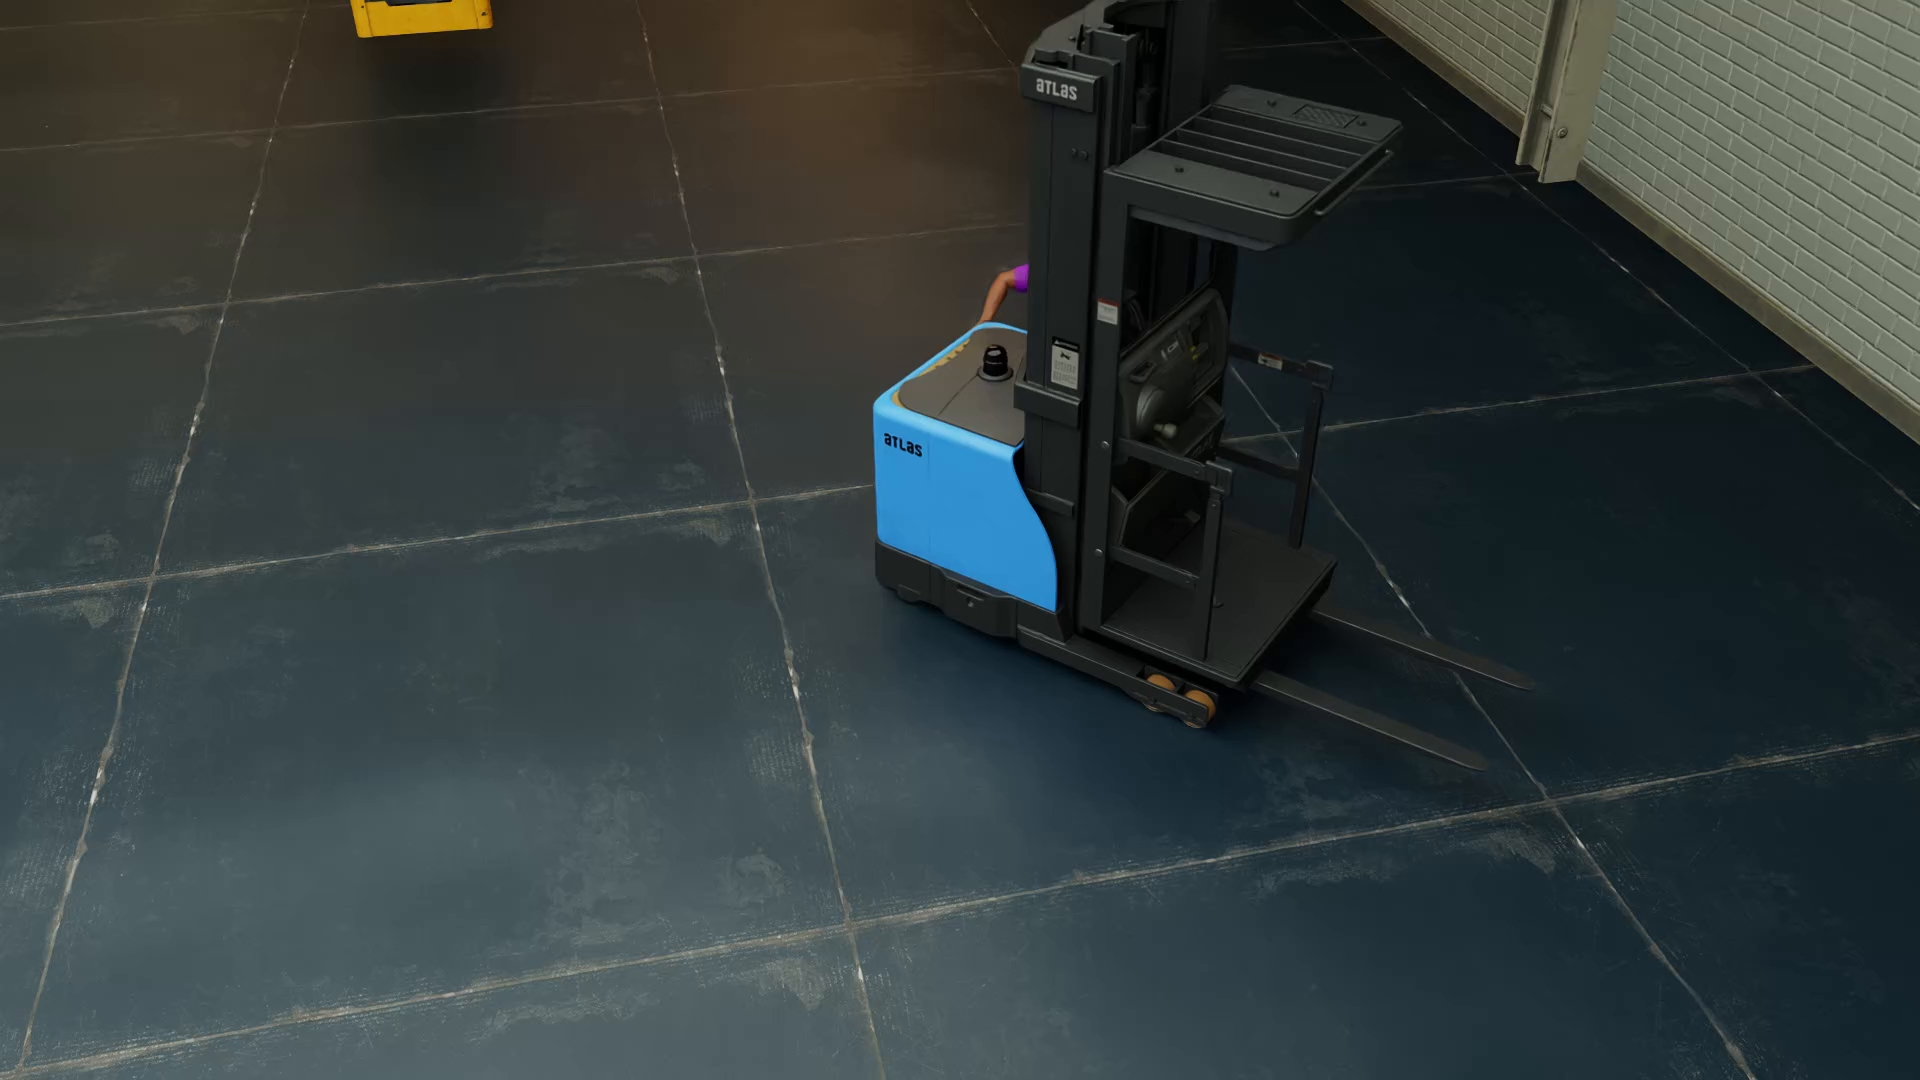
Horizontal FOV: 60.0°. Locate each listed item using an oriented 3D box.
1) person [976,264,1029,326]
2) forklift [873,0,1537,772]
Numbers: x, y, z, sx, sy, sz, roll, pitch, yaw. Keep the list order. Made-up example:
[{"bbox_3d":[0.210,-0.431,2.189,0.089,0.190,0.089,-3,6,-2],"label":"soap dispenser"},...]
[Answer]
[{"bbox_3d":[0.572,-0.804,8.347,1.108,1.491,0.863,4,36,6],"label":"person"},{"bbox_3d":[1.093,-0.709,7.036,3.031,2.935,1.130,21,41,27],"label":"forklift"}]
